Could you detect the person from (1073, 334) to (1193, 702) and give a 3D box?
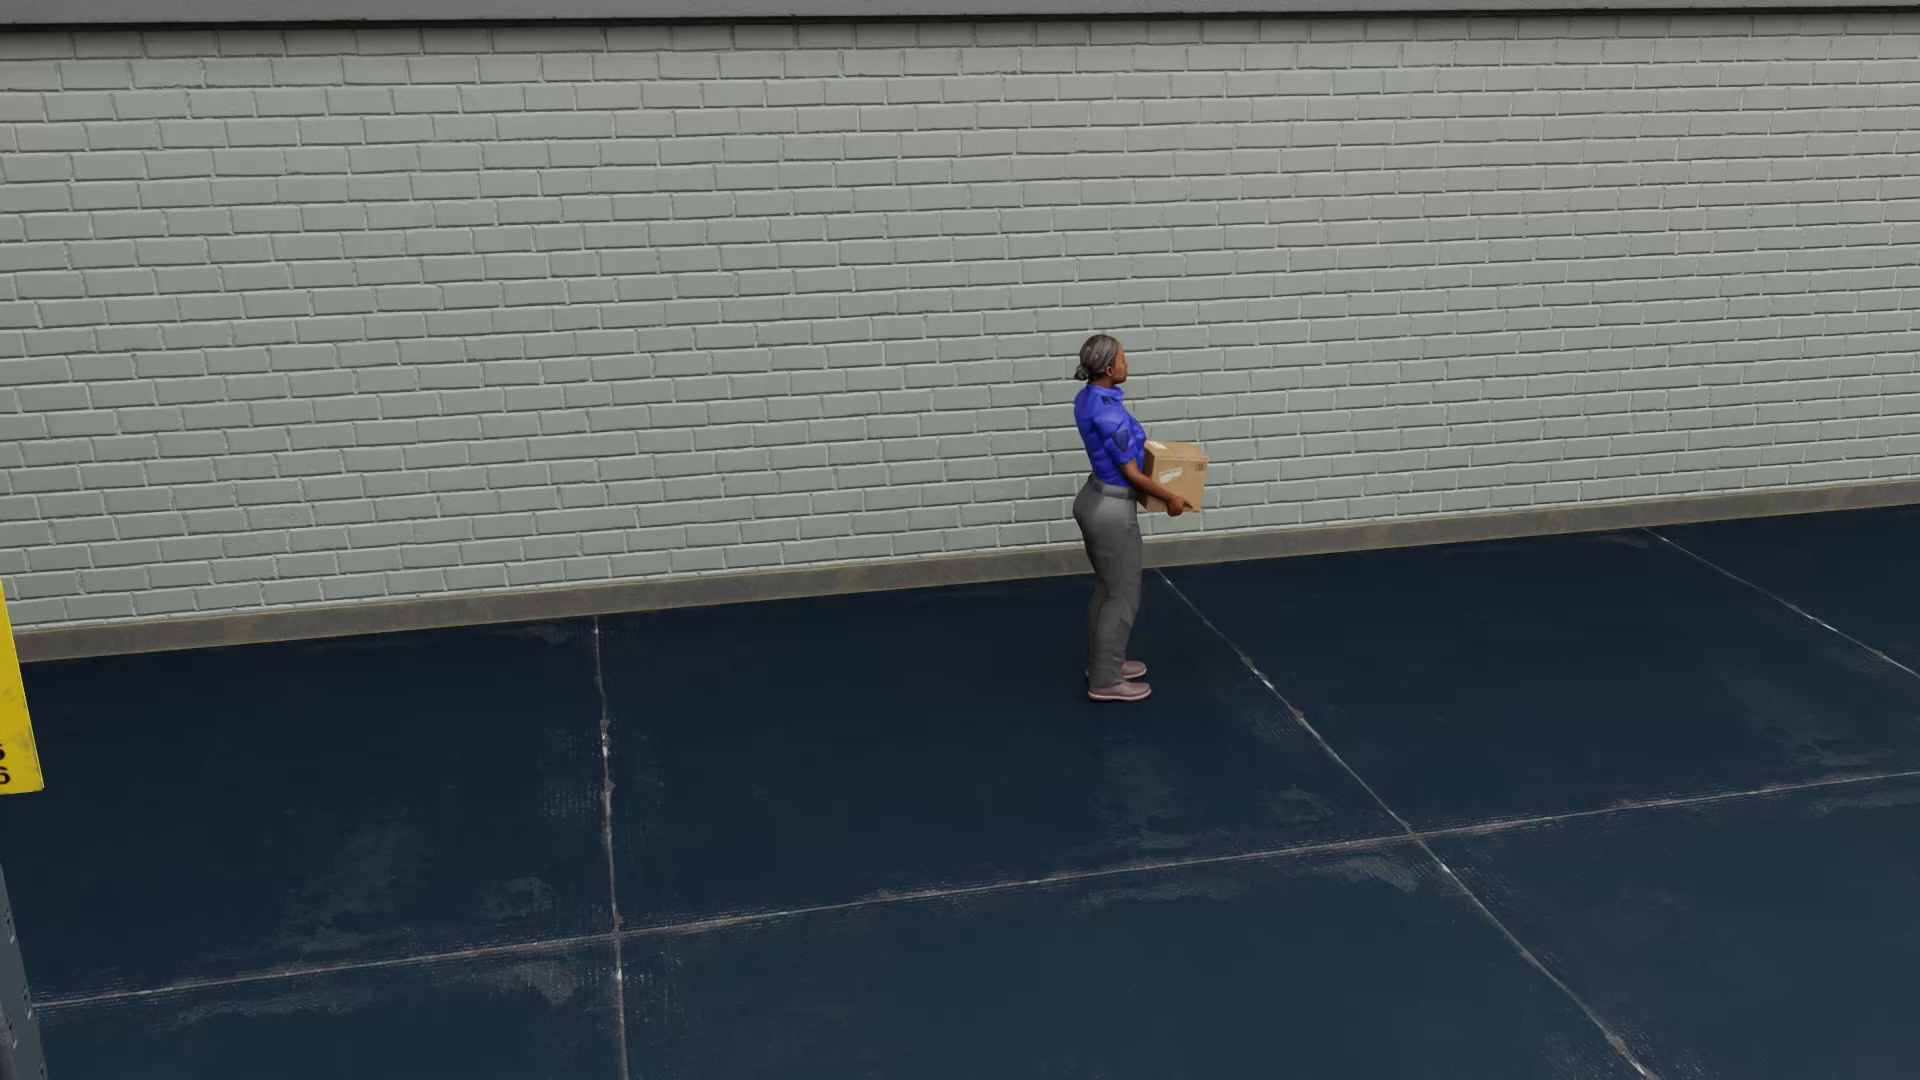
[{"bbox_3d":[0.742,-0.105,7.386,0.516,1.648,0.451,-4,20,-11],"label":"person"}]
